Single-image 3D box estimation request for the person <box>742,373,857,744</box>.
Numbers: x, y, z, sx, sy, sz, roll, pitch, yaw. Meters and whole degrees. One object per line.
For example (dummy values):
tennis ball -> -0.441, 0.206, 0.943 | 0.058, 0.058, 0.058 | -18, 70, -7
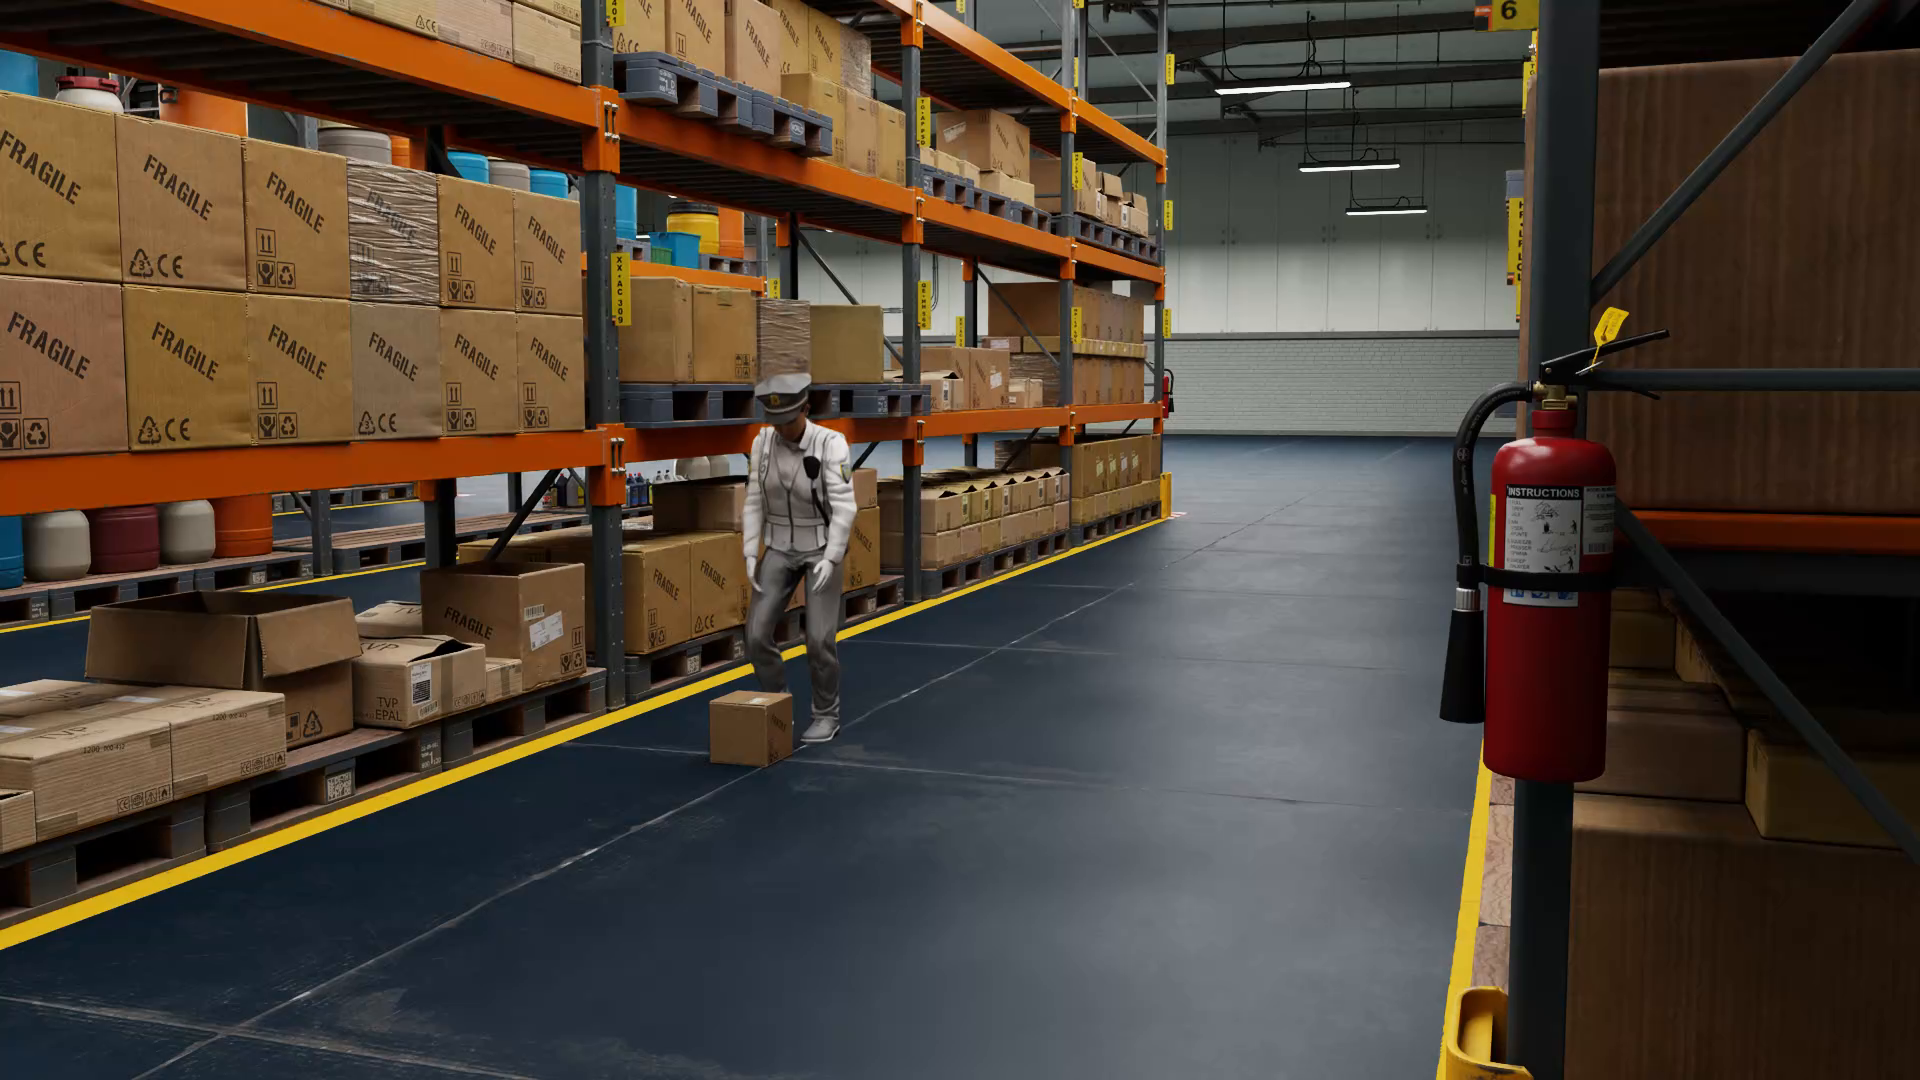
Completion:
person -> -0.677, 0.078, 7.044 | 0.520, 1.559, 0.548 | 2, 6, 20
